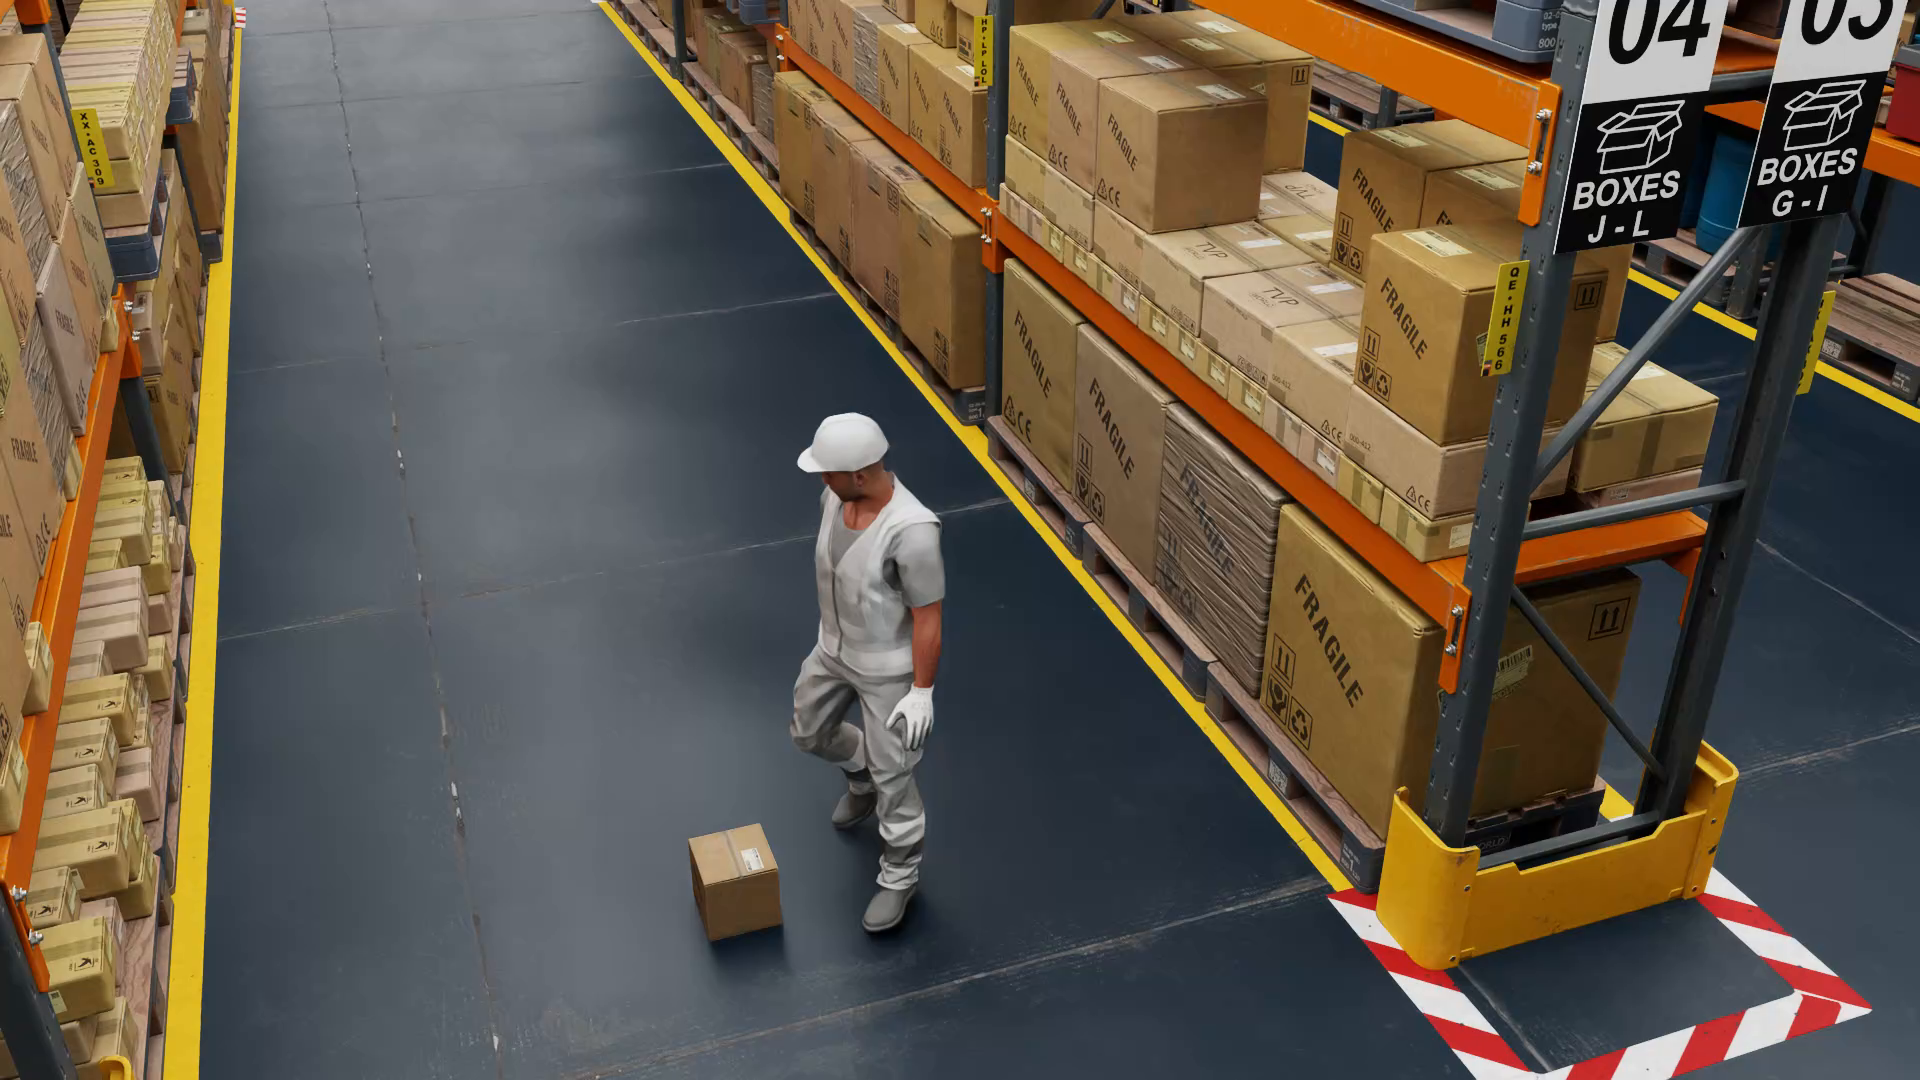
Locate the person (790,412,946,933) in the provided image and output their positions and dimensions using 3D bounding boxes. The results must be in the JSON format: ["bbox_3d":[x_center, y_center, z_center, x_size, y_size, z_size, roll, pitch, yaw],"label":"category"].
[{"bbox_3d":[-0.273,0.387,5.401,0.525,1.786,0.664,-25,38,-37],"label":"person"}]
